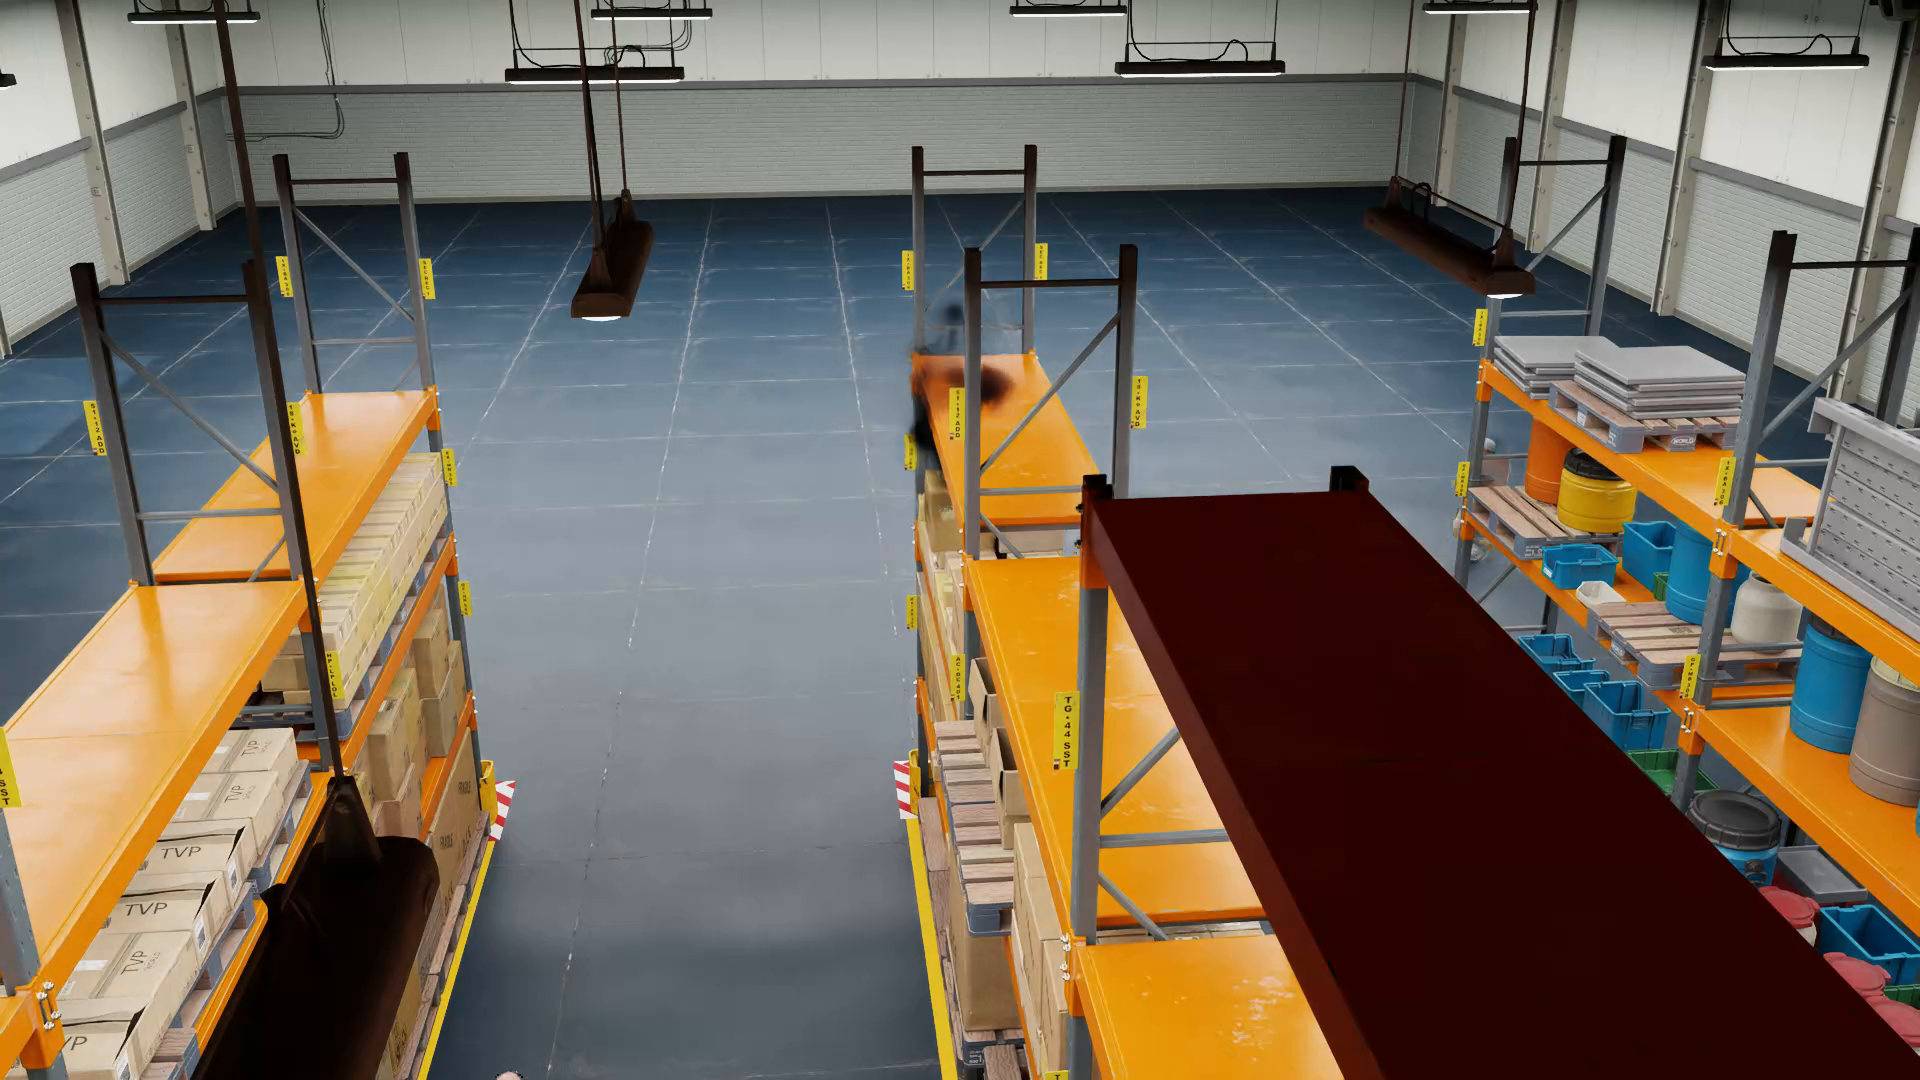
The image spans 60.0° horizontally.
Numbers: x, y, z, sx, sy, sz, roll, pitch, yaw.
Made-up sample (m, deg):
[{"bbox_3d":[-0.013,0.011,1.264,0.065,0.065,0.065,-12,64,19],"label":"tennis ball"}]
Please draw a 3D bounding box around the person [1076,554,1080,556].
[{"bbox_3d":[1.525,0.371,18.326,0.582,1.739,0.661,8,23,19],"label":"person"}]

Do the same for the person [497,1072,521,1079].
[{"bbox_3d":[-2.524,3.809,9.581,0.712,1.776,1.037,-4,22,-10],"label":"person"}]

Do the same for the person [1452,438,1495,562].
[{"bbox_3d":[6.395,-0.488,20.691,0.544,1.607,0.601,5,22,13],"label":"person"}]
